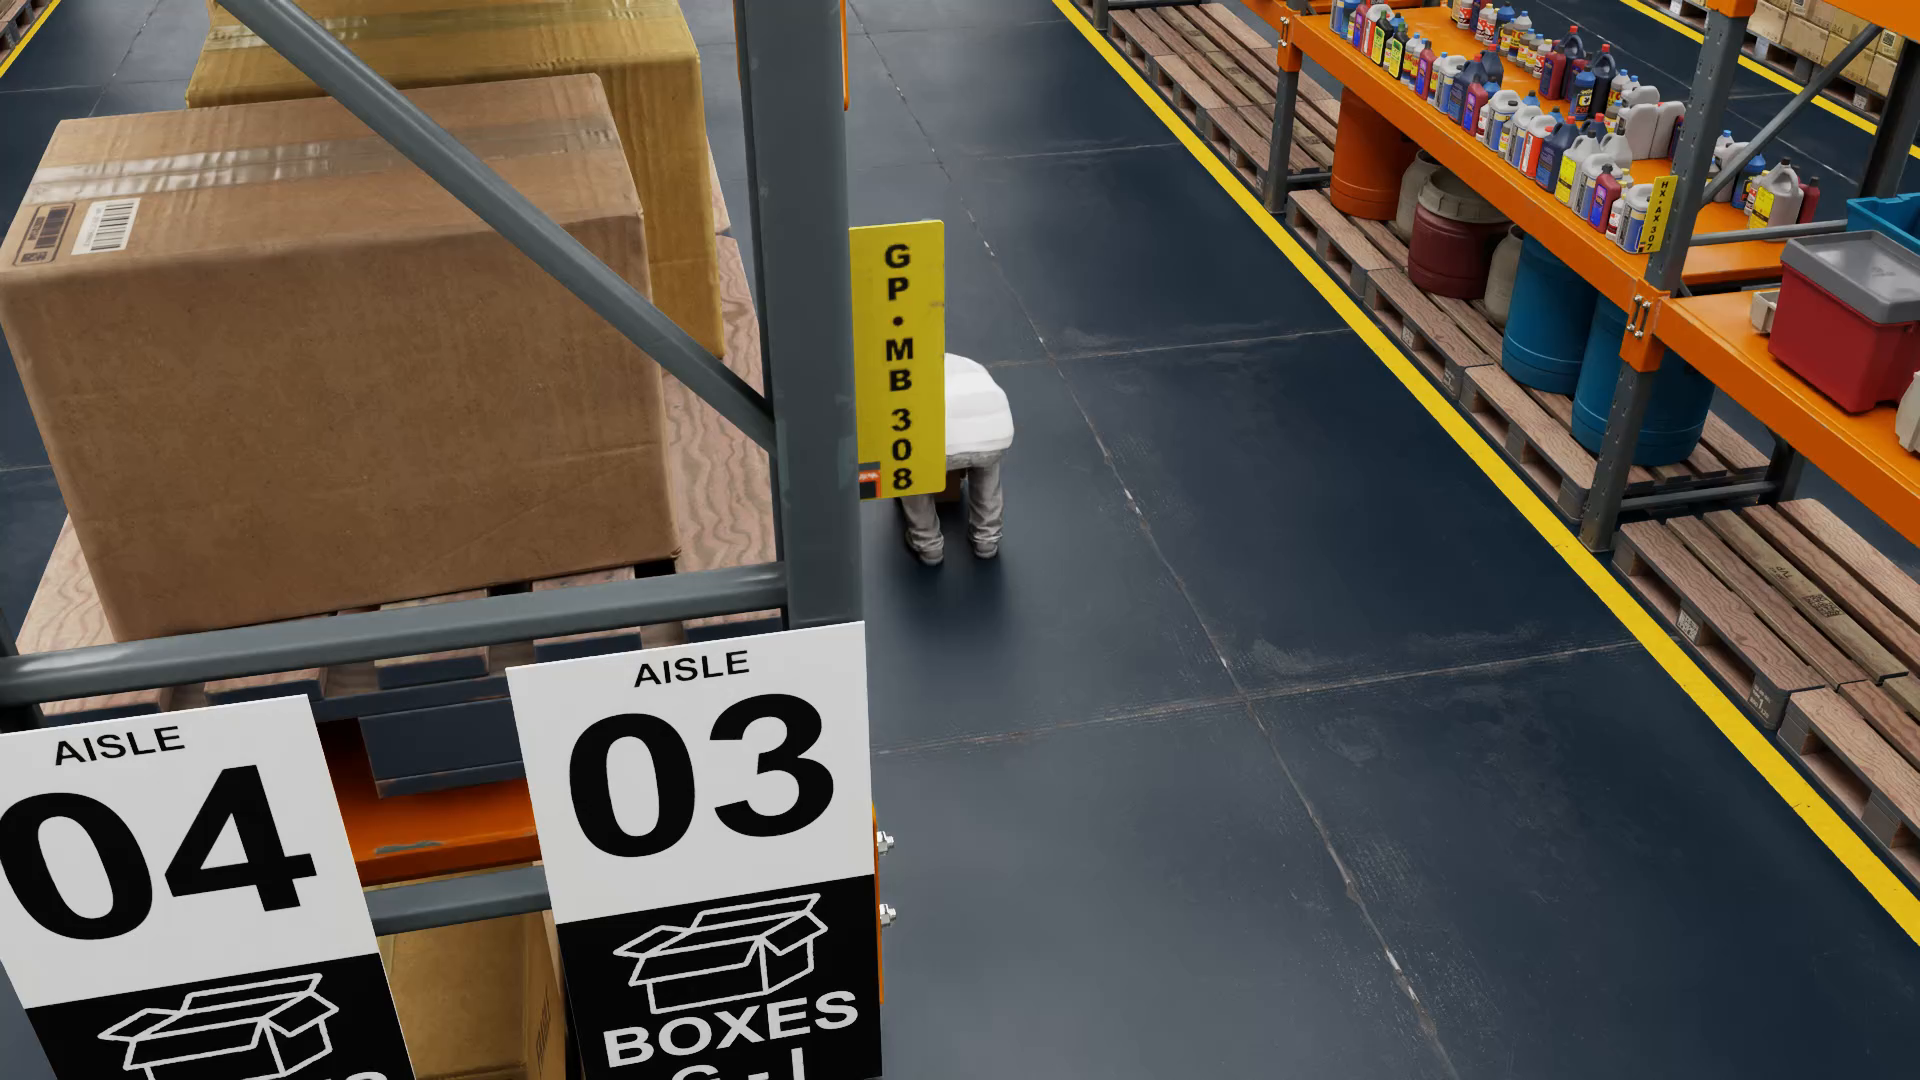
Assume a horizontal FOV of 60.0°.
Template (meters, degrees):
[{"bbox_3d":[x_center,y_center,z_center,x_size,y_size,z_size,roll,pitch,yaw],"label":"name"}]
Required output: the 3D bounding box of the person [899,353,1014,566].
[{"bbox_3d":[-0.079,-0.431,7.555,0.536,0.917,0.986,-9,35,-13],"label":"person"}]
